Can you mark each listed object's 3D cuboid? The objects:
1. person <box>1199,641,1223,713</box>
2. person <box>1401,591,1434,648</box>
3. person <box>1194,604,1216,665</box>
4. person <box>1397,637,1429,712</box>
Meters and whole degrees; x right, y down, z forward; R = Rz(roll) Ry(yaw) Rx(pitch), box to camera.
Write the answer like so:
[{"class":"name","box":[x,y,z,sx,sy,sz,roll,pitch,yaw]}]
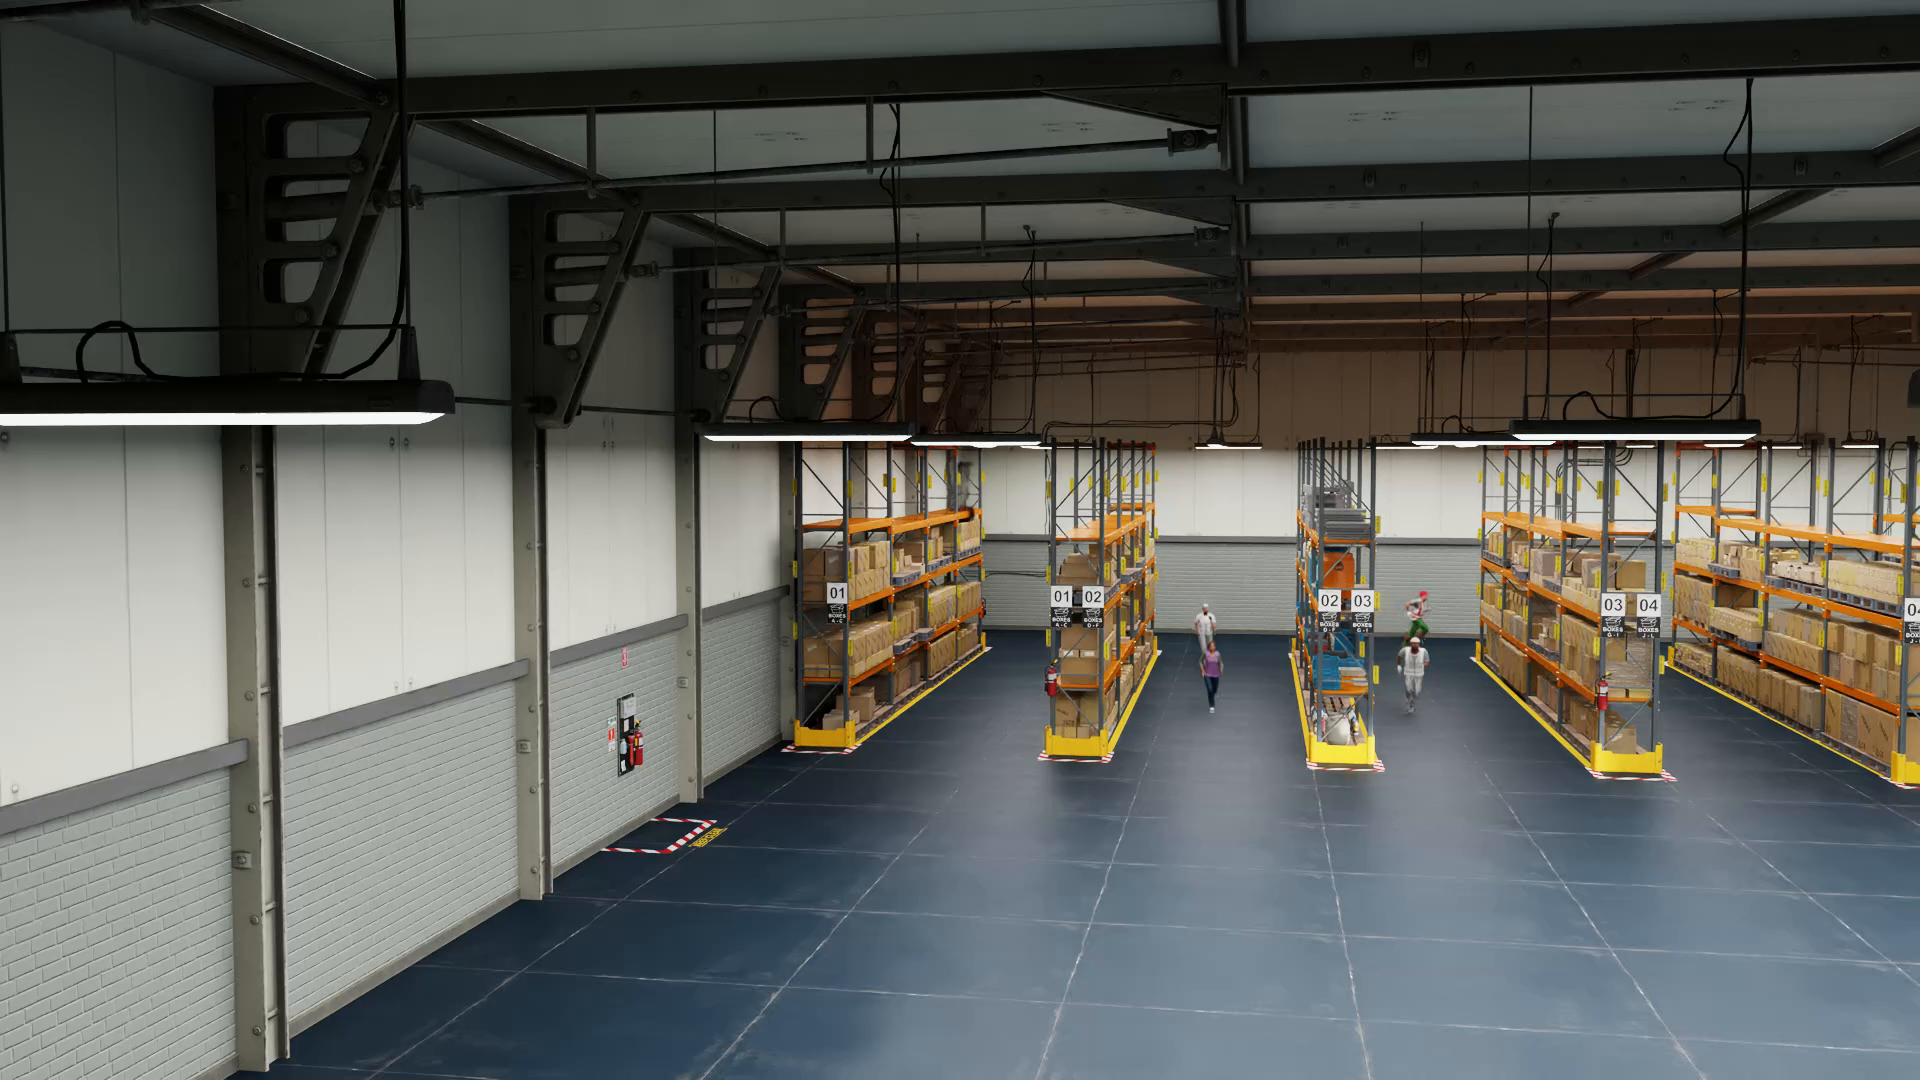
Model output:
[{"class":"person","box":[5.540,3.012,36.777,0.526,1.555,0.743,0,3,-1]},{"class":"person","box":[13.137,2.313,47.798,0.924,1.723,0.643,2,4,31]},{"class":"person","box":[6.615,2.539,44.857,0.603,1.625,0.639,0,3,3]},{"class":"person","box":[9.845,2.930,36.089,0.636,1.682,0.776,0,3,6]}]
